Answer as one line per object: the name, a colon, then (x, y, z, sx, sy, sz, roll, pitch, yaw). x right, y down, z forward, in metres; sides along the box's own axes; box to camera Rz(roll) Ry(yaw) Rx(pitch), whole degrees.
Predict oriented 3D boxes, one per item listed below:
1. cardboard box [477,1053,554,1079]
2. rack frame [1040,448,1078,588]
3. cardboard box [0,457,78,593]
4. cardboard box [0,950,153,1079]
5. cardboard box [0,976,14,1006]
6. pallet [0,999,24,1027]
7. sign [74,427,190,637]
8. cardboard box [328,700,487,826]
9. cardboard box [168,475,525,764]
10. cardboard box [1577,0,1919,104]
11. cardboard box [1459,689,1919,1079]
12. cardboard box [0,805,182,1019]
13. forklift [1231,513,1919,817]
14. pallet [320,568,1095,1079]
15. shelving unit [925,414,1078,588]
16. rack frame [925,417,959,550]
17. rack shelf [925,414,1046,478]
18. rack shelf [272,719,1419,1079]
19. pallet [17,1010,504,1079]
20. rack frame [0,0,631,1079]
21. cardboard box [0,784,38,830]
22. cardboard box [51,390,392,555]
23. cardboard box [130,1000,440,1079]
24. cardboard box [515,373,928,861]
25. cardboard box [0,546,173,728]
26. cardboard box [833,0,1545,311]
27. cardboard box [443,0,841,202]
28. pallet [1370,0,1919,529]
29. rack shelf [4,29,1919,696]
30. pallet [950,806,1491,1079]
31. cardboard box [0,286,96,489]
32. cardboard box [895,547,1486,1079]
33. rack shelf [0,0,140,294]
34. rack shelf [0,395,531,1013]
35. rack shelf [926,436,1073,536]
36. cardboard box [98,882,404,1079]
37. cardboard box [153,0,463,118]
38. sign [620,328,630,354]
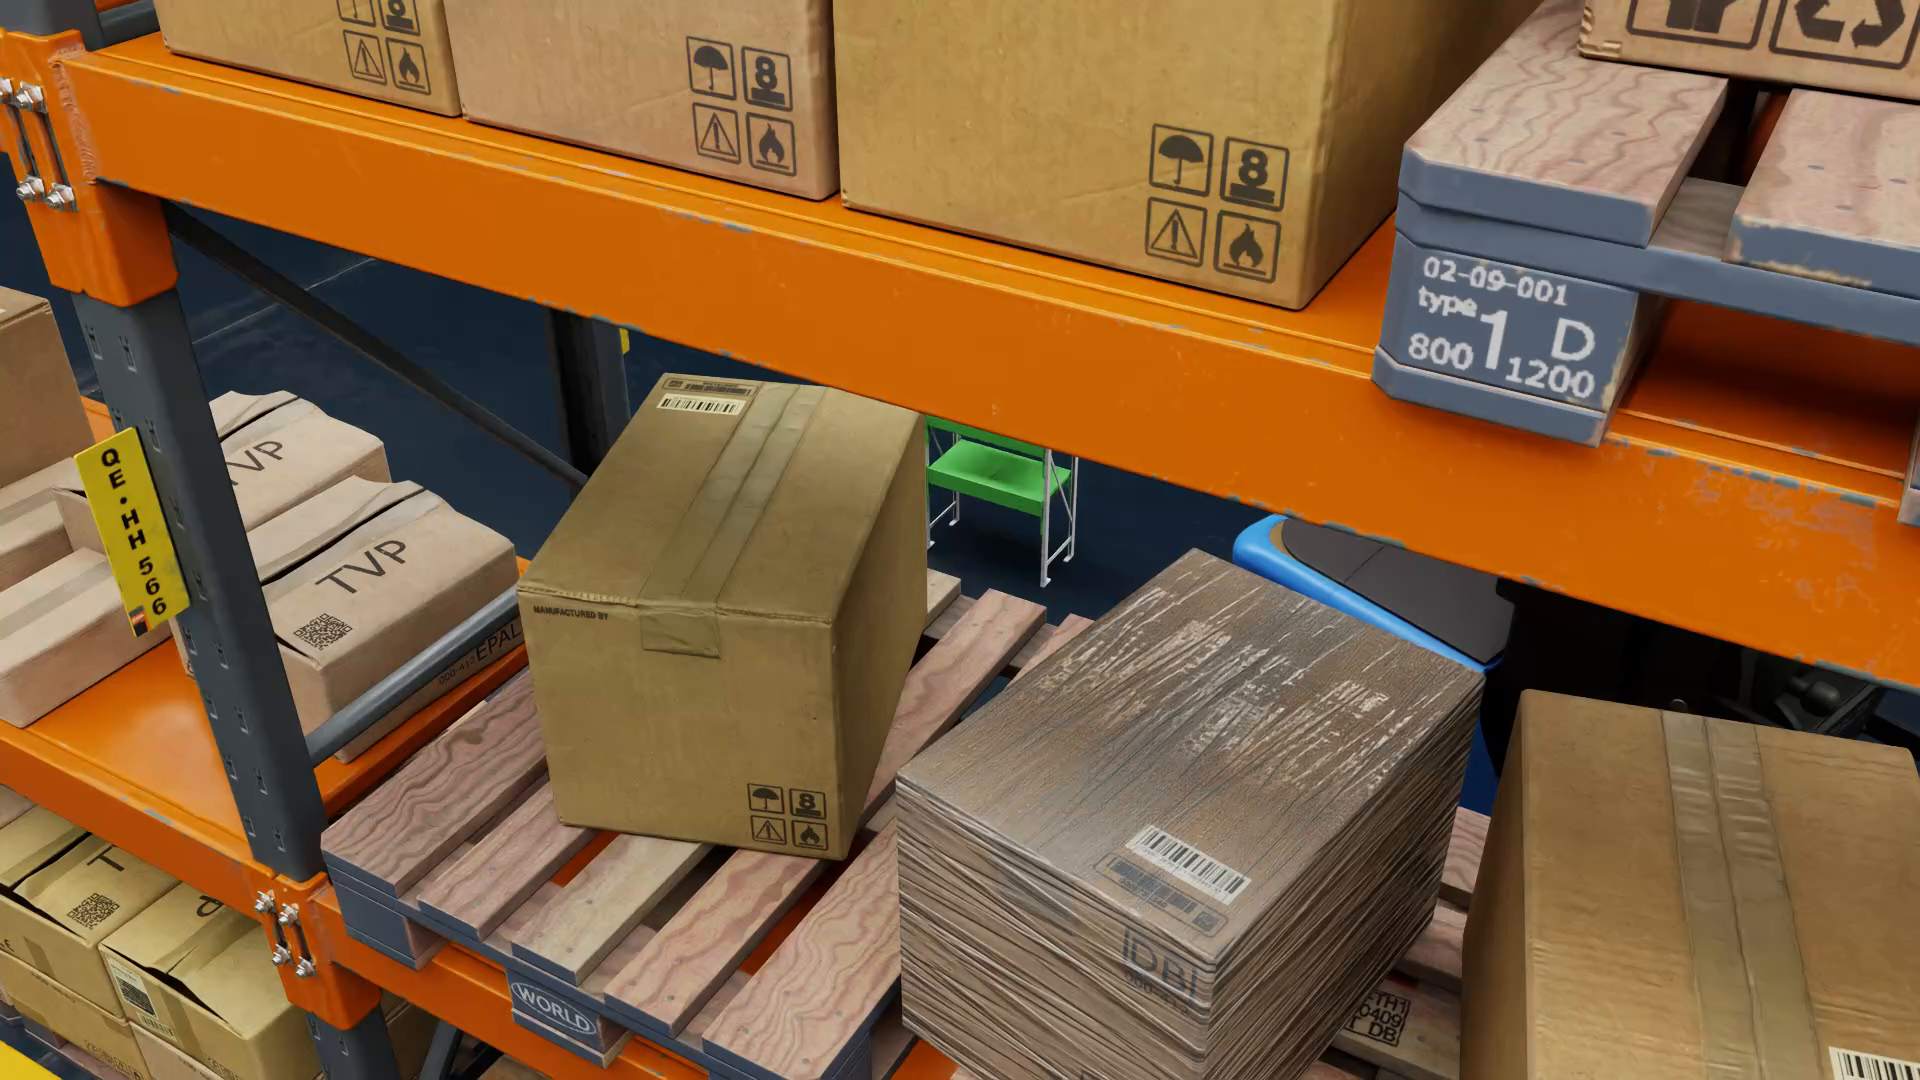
cardboard box: (-0.720, 1.326, 3.411, 0.500, 0.500, 0.500, 19, 38, 26)
rack frame: (0.356, -0.387, 5.748, 0.015, 1.200, 0.240, 18, 37, 24)
cardboard box: (-2.109, -0.013, 3.790, 0.250, 0.149, 0.380, 21, 39, 28)
cardboard box: (-2.001, 1.008, 4.132, 0.500, 0.250, 0.500, 17, 37, 24)
cardboard box: (-2.436, 0.868, 4.342, 0.500, 0.250, 0.500, 18, 38, 25)
pallet: (-2.724, 0.785, 4.880, 1.213, 0.211, 1.003, 18, 37, 24)
sign: (-1.246, -0.008, 2.511, 0.005, 0.325, 0.100, 18, 37, 24)
cardboard box: (-1.283, 0.657, 4.154, 0.500, 0.311, 0.500, 19, 38, 26)
cardboard box: (-1.268, 0.122, 3.441, 0.500, 0.311, 0.500, 20, 39, 27)
cardboard box: (0.939, -0.740, 1.390, 0.600, 0.600, 0.600, 16, 37, 23)
cardboard box: (0.935, 0.633, 2.124, 0.500, 0.500, 0.700, 8, 35, 12)
cardboard box: (-2.005, 0.777, 3.973, 0.500, 0.311, 0.500, 17, 37, 24)
forklift: (2.030, 0.113, 3.436, 1.130, 2.935, 3.031, -25, 41, -32)
pallet: (-0.350, 0.438, 3.059, 1.003, 0.211, 1.213, 18, 37, 24)
shelving unit: (0.144, -0.454, 5.849, 0.503, 1.200, 0.258, 18, 37, 24)
rack frame: (-0.068, -0.521, 5.950, 0.015, 1.200, 0.240, 18, 37, 24)
rack shelf: (0.144, -0.401, 5.885, 0.480, 0.148, 0.258, 18, 37, 24)
rack shelf: (0.763, 1.055, 2.608, 4.000, 0.370, 1.077, 18, 37, 24)
pallet: (-1.669, 1.121, 4.376, 1.213, 0.211, 1.003, 18, 37, 24)
rack frame: (-0.974, 0.206, 3.235, 0.127, 3.000, 1.000, 18, 37, 24)
cardboard box: (-2.442, 0.637, 4.184, 0.500, 0.311, 0.500, 17, 37, 24)
cardboard box: (-1.654, -0.096, 3.769, 0.500, 0.311, 0.500, 17, 37, 24)
cardboard box: (-1.552, 1.148, 3.921, 0.500, 0.250, 0.500, 19, 38, 25)
cardboard box: (-0.371, 0.108, 2.912, 0.500, 0.500, 0.700, 6, 34, 9)
cardboard box: (-1.892, 0.196, 3.476, 0.250, 0.149, 0.380, 18, 37, 24)
cardboard box: (0.316, -0.697, 1.794, 0.500, 0.500, 0.910, 18, 37, 24)
cardboard box: (-0.135, -0.840, 2.009, 0.500, 0.500, 0.910, 18, 37, 24)
pallet: (1.066, -0.361, 1.550, 1.003, 0.211, 1.213, 18, 37, 24)
rack shelf: (0.763, -0.193, 1.777, 4.000, 0.370, 1.077, 18, 37, 24)
pallet: (0.717, 0.818, 2.488, 1.213, 0.211, 1.003, 18, 37, 24)
cardboard box: (-2.439, -0.289, 3.888, 0.500, 0.500, 0.500, 16, 37, 22)
cardboard box: (0.328, 0.452, 2.396, 0.500, 0.500, 0.700, 25, 41, 33)
rack shelf: (-2.710, -1.293, 3.429, 4.000, 0.370, 1.077, 18, 37, 24)
rack shelf: (-2.710, -0.045, 4.260, 4.000, 0.370, 1.077, 18, 37, 24)
rack shelf: (0.144, -0.201, 6.018, 0.480, 0.148, 0.258, 18, 37, 24)
cardboard box: (-1.551, 0.916, 3.763, 0.500, 0.311, 0.500, 19, 38, 26)
cardboard box: (-0.578, -0.981, 2.220, 0.500, 0.500, 0.910, 18, 37, 24)
sign: (-0.713, -0.507, 3.332, 0.005, 0.325, 0.100, 18, 37, 24)
